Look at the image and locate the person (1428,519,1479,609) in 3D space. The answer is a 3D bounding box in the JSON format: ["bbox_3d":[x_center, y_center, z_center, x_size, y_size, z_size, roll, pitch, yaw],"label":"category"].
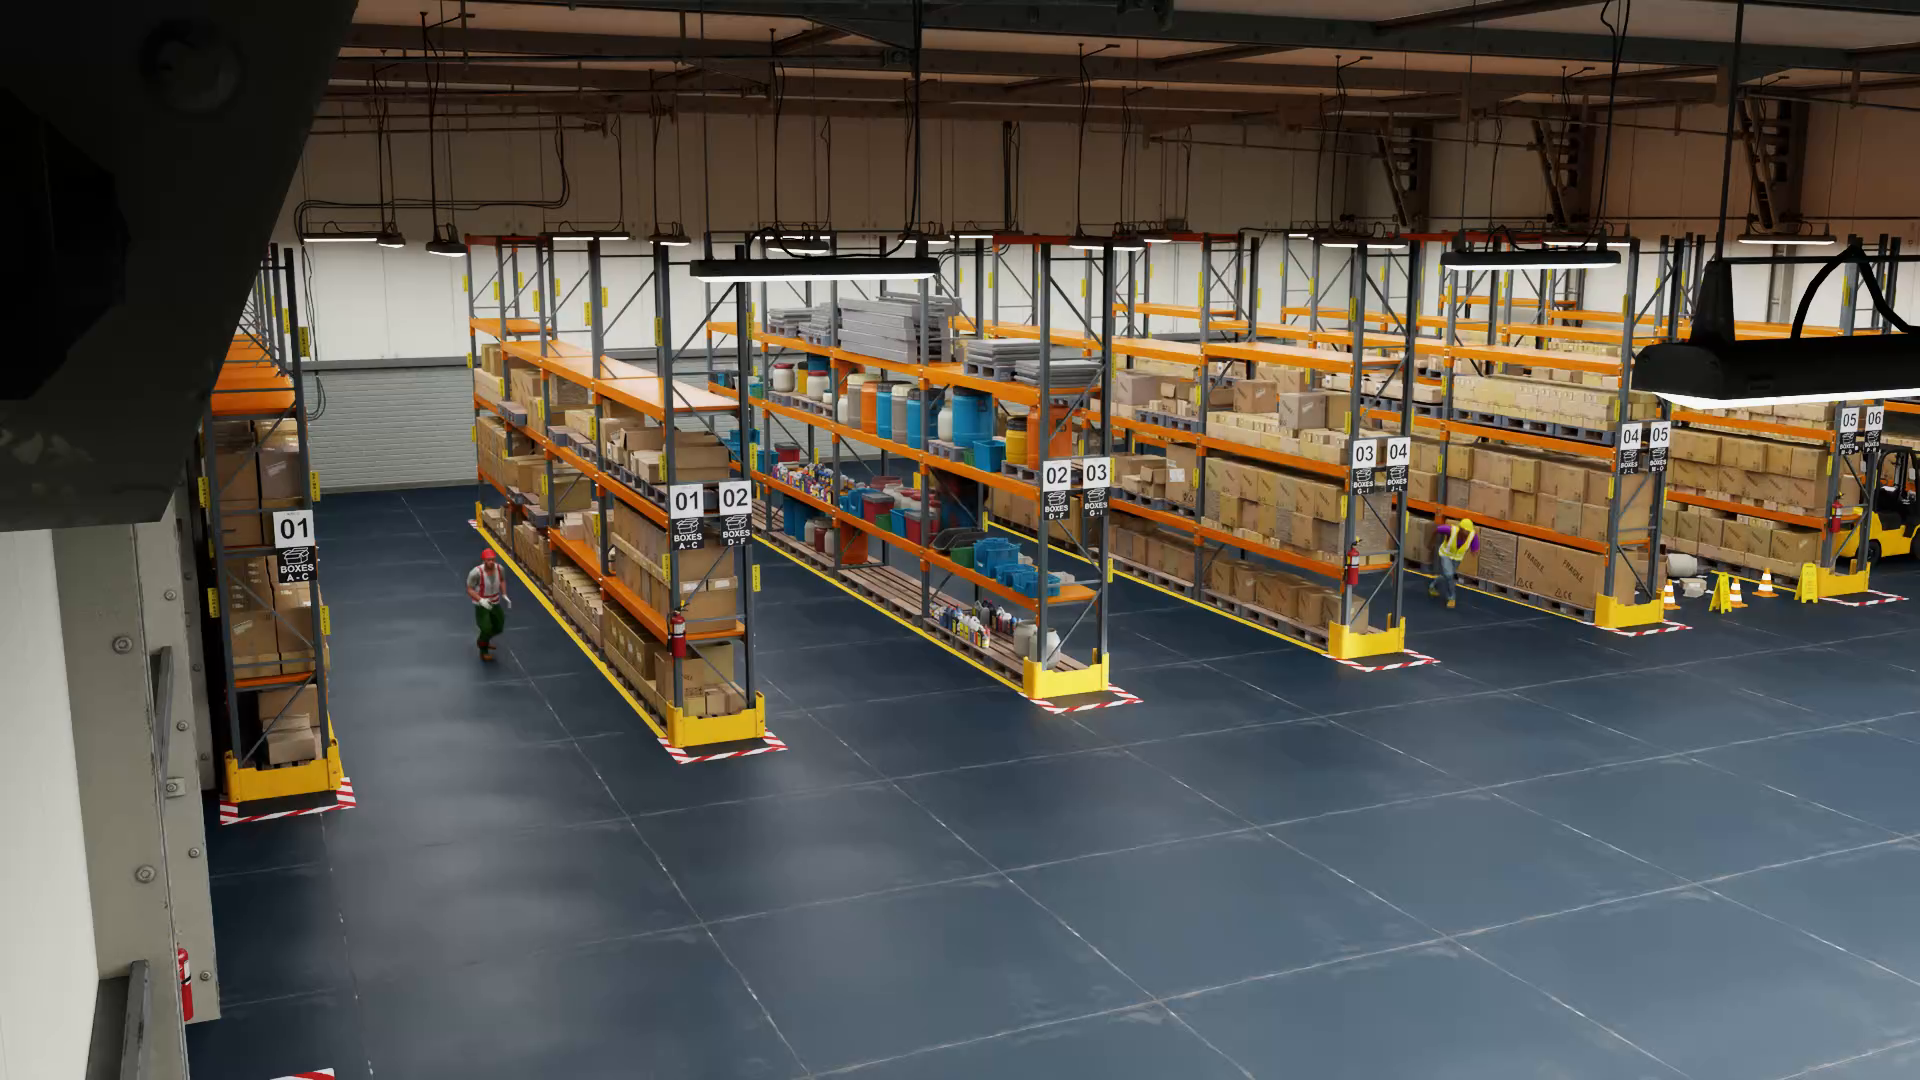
[{"bbox_3d":[8.133,0.331,27.510,0.695,1.541,1.169,-1,11,-7],"label":"person"}]

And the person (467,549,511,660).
[{"bbox_3d":[-6.861,0.910,24.029,0.803,1.682,0.640,10,15,43],"label":"person"}]
